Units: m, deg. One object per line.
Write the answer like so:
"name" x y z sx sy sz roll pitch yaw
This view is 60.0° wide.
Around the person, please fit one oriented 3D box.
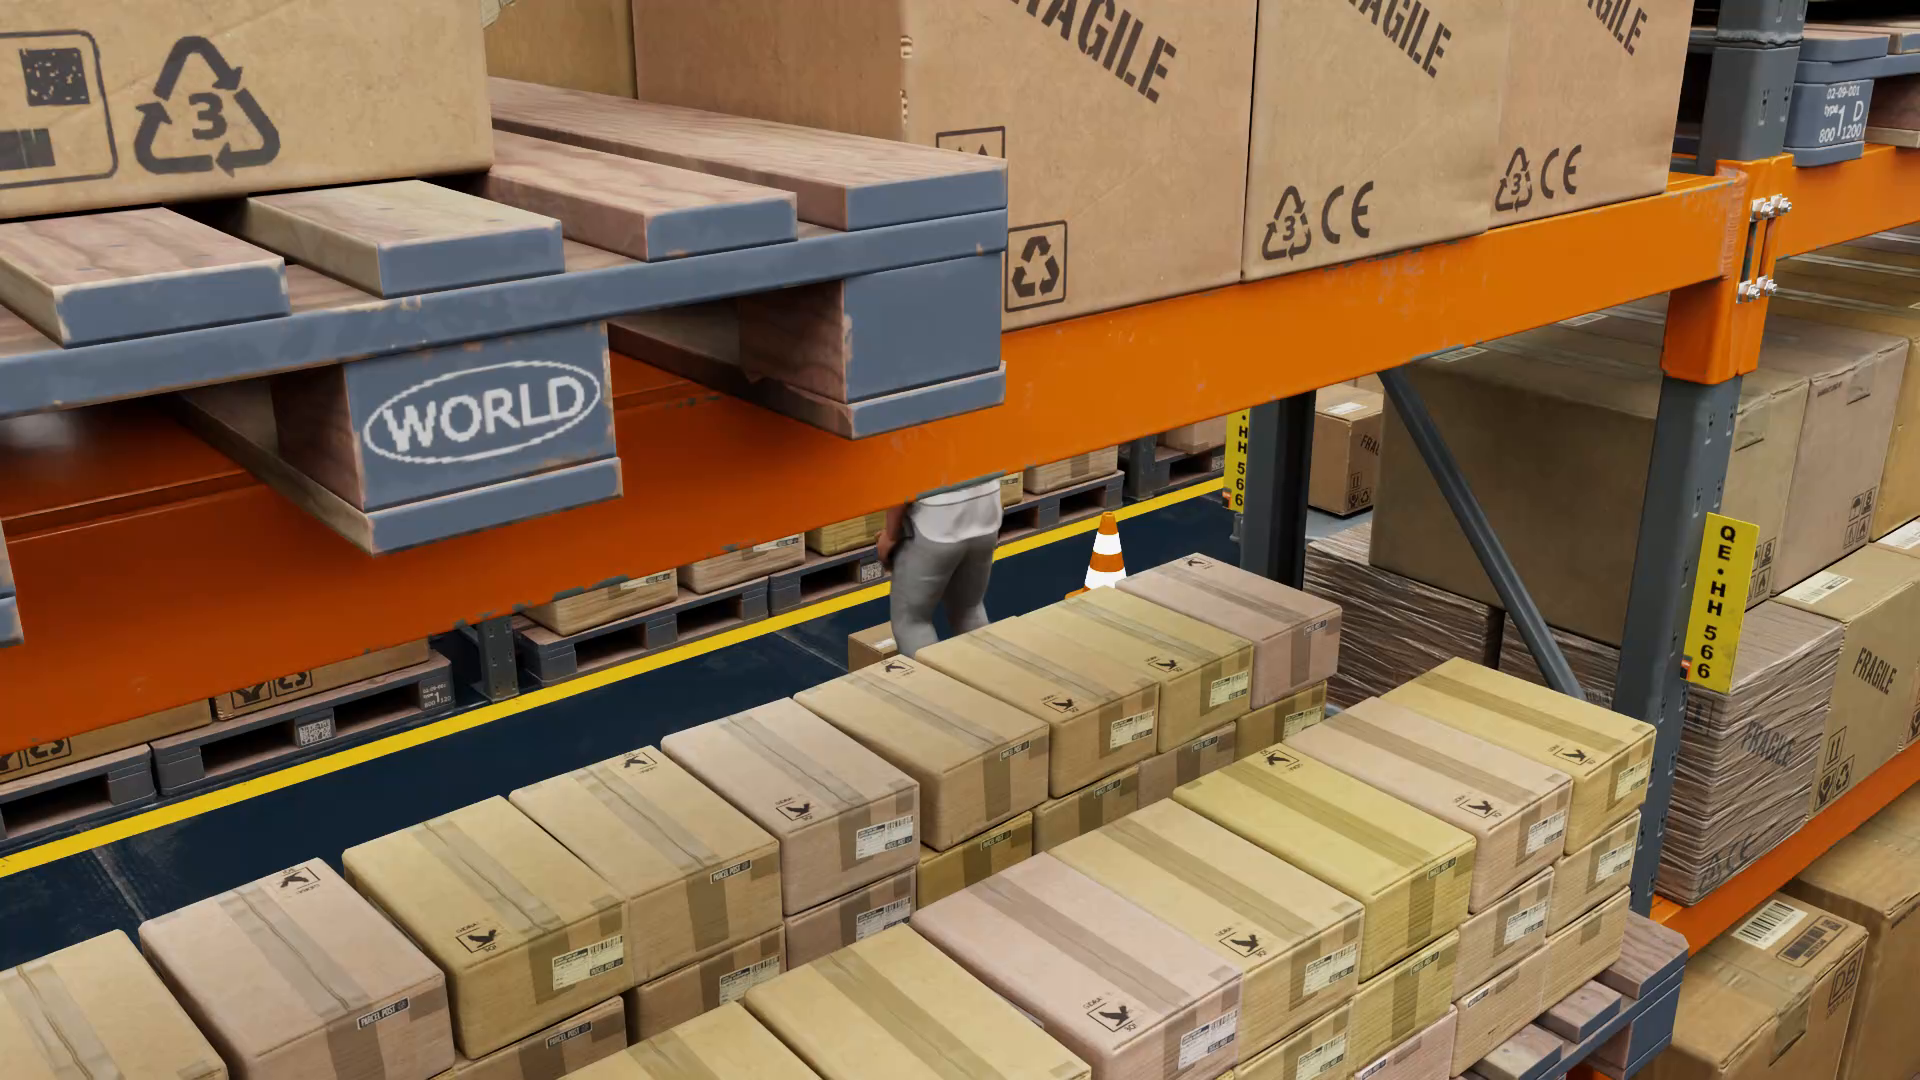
"person" -0.073 -0.036 6.712 0.538 1.733 0.393 -16 26 -36
